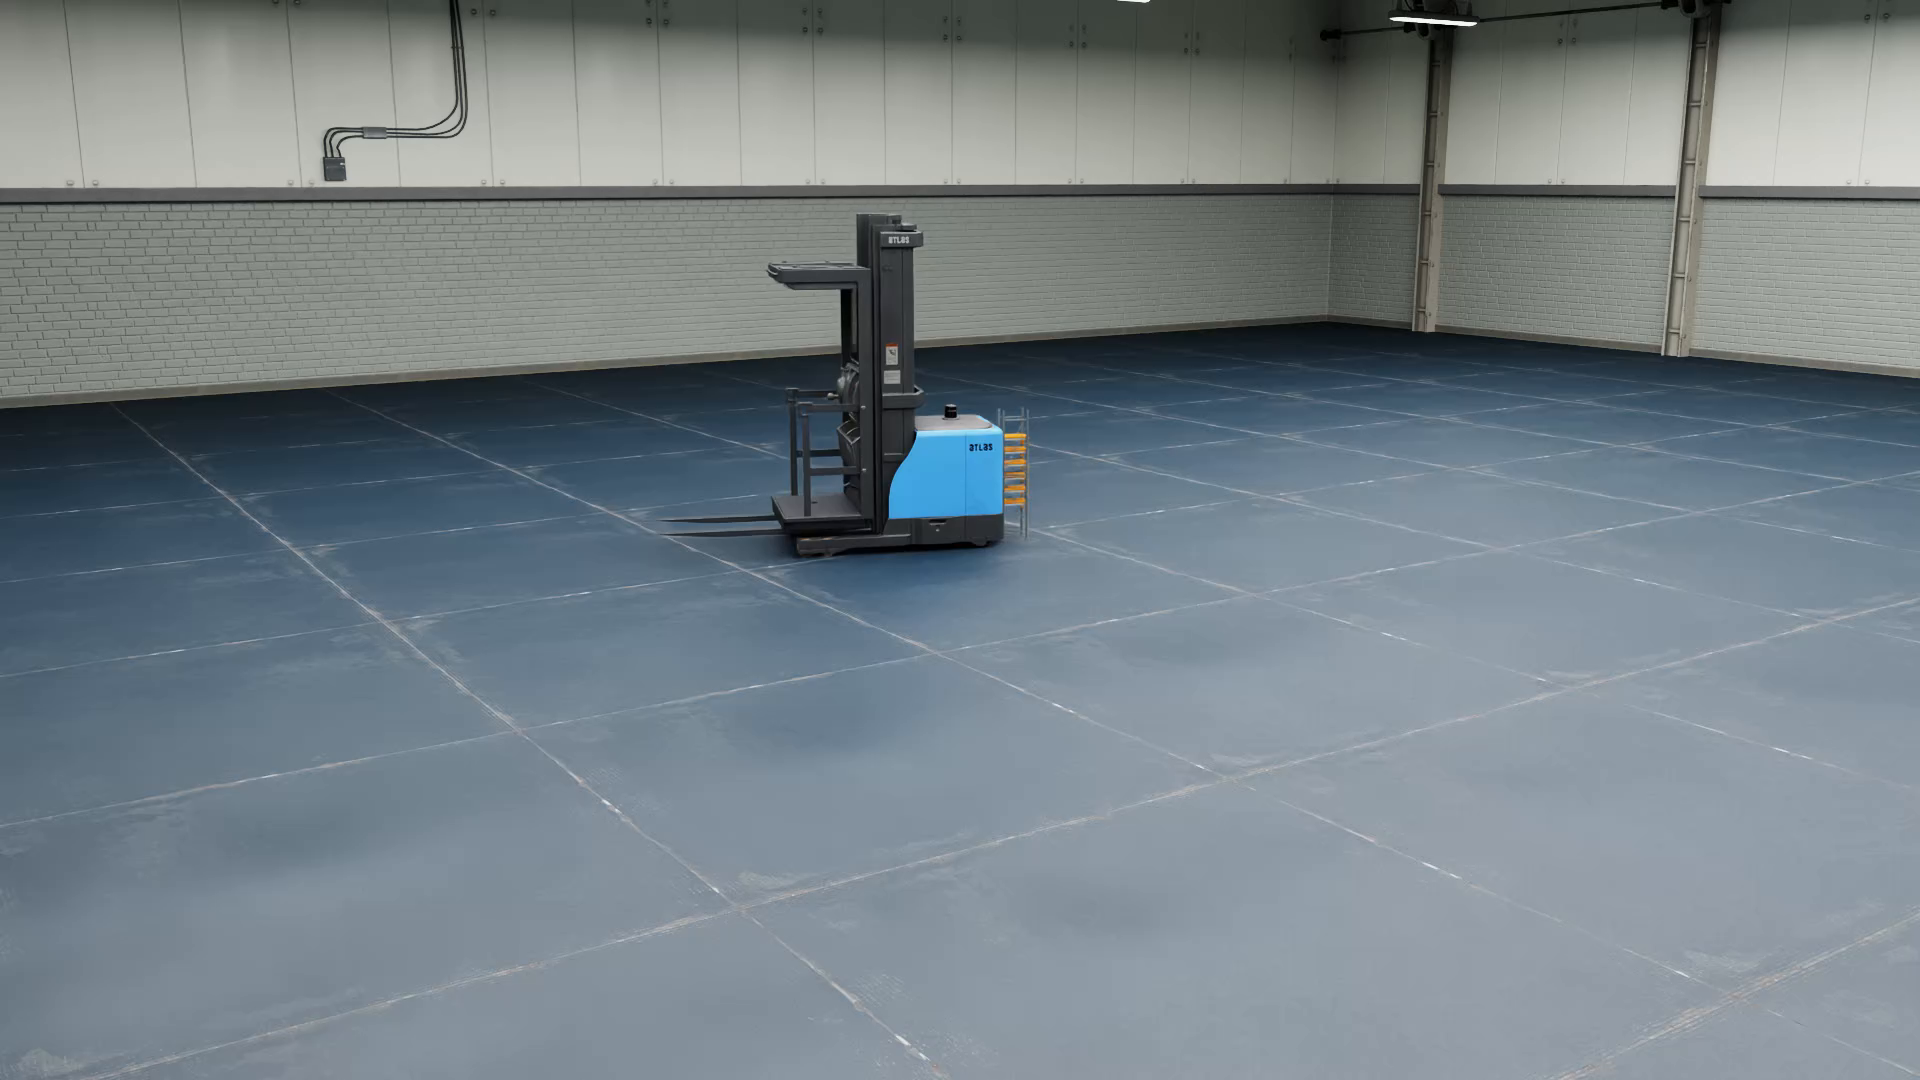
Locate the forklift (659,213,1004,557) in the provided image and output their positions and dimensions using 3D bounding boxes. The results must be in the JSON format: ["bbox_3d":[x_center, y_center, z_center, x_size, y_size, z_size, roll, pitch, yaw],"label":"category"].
[{"bbox_3d":[-1.176,-1.403,14.806,3.031,2.935,1.130,-3,13,-12],"label":"forklift"}]

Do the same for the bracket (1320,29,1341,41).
[{"bbox_3d":[8.154,-11.110,36.564,0.235,0.232,0.430,-8,15,-33],"label":"bracket"}]

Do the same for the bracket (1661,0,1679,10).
[{"bbox_3d":[12.791,-9.621,29.757,0.235,0.232,0.430,-8,15,-33],"label":"bracket"}]

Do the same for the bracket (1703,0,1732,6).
[{"bbox_3d":[13.251,-9.474,29.082,0.235,0.232,0.430,-8,15,-33],"label":"bracket"}]

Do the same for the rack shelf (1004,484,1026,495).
[{"bbox_3d":[0.481,-0.440,15.224,0.258,0.103,0.180,-3,13,-12],"label":"rack shelf"}]

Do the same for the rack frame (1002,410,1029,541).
[{"bbox_3d":[0.500,-0.582,15.102,0.240,1.200,0.006,-3,13,-12],"label":"rack frame"}]

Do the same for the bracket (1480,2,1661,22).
[{"bbox_3d":[11.354,-10.083,31.866,0.076,0.066,4.783,-8,15,-33],"label":"bracket"}]

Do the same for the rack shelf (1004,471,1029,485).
[{"bbox_3d":[0.481,-0.558,15.199,0.258,0.103,0.180,-3,13,-12],"label":"rack shelf"}]

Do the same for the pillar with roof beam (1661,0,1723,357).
[{"bbox_3d":[9.733,-7.322,27.666,9.100,9.000,0.548,-8,15,-33],"label":"pillar with roof beam"}]

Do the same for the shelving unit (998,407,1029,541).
[{"bbox_3d":[0.481,-0.601,15.189,0.258,1.200,0.189,-3,13,-12],"label":"shelving unit"}]

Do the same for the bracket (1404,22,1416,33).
[{"bbox_3d":[9.467,-10.688,34.637,0.235,0.232,0.430,-8,15,-33],"label":"bracket"}]

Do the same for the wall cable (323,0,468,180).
[{"bbox_3d":[-8.851,-8.632,25.700,2.305,6.003,0.169,-8,15,-33],"label":"wall cable"}]

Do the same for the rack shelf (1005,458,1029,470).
[{"bbox_3d":[0.481,-0.675,15.173,0.258,0.103,0.180,-3,13,-12],"label":"rack shelf"}]

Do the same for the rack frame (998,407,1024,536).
[{"bbox_3d":[0.462,-0.620,15.277,0.240,1.200,0.006,-3,13,-12],"label":"rack frame"}]

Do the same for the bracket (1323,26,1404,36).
[{"bbox_3d":[8.481,-11.005,36.084,0.076,0.066,3.189,-8,15,-33],"label":"bracket"}]

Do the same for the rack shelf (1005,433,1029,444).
[{"bbox_3d":[0.481,-0.909,15.122,0.258,0.103,0.180,-3,13,-12],"label":"rack shelf"}]

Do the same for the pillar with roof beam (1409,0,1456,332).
[{"bbox_3d":[6.408,-8.389,32.546,9.100,9.000,0.548,-8,15,-33],"label":"pillar with roof beam"}]

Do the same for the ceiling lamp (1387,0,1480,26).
[{"bbox_3d":[8.004,-10.475,28.425,2.000,3.185,0.800,-8,15,-33],"label":"ceiling lamp"}]

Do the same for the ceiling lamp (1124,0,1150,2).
[{"bbox_3d":[1.893,-9.607,24.452,2.000,3.185,0.800,-8,15,-33],"label":"ceiling lamp"}]

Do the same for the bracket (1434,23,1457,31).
[{"bbox_3d":[9.927,-10.541,33.962,0.235,0.232,0.430,-8,15,-33],"label":"bracket"}]

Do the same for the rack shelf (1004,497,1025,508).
[{"bbox_3d":[0.481,-0.323,15.250,0.258,0.103,0.180,-3,13,-12],"label":"rack shelf"}]

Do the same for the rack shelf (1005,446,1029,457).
[{"bbox_3d":[0.481,-0.792,15.147,0.258,0.103,0.180,-3,13,-12],"label":"rack shelf"}]
